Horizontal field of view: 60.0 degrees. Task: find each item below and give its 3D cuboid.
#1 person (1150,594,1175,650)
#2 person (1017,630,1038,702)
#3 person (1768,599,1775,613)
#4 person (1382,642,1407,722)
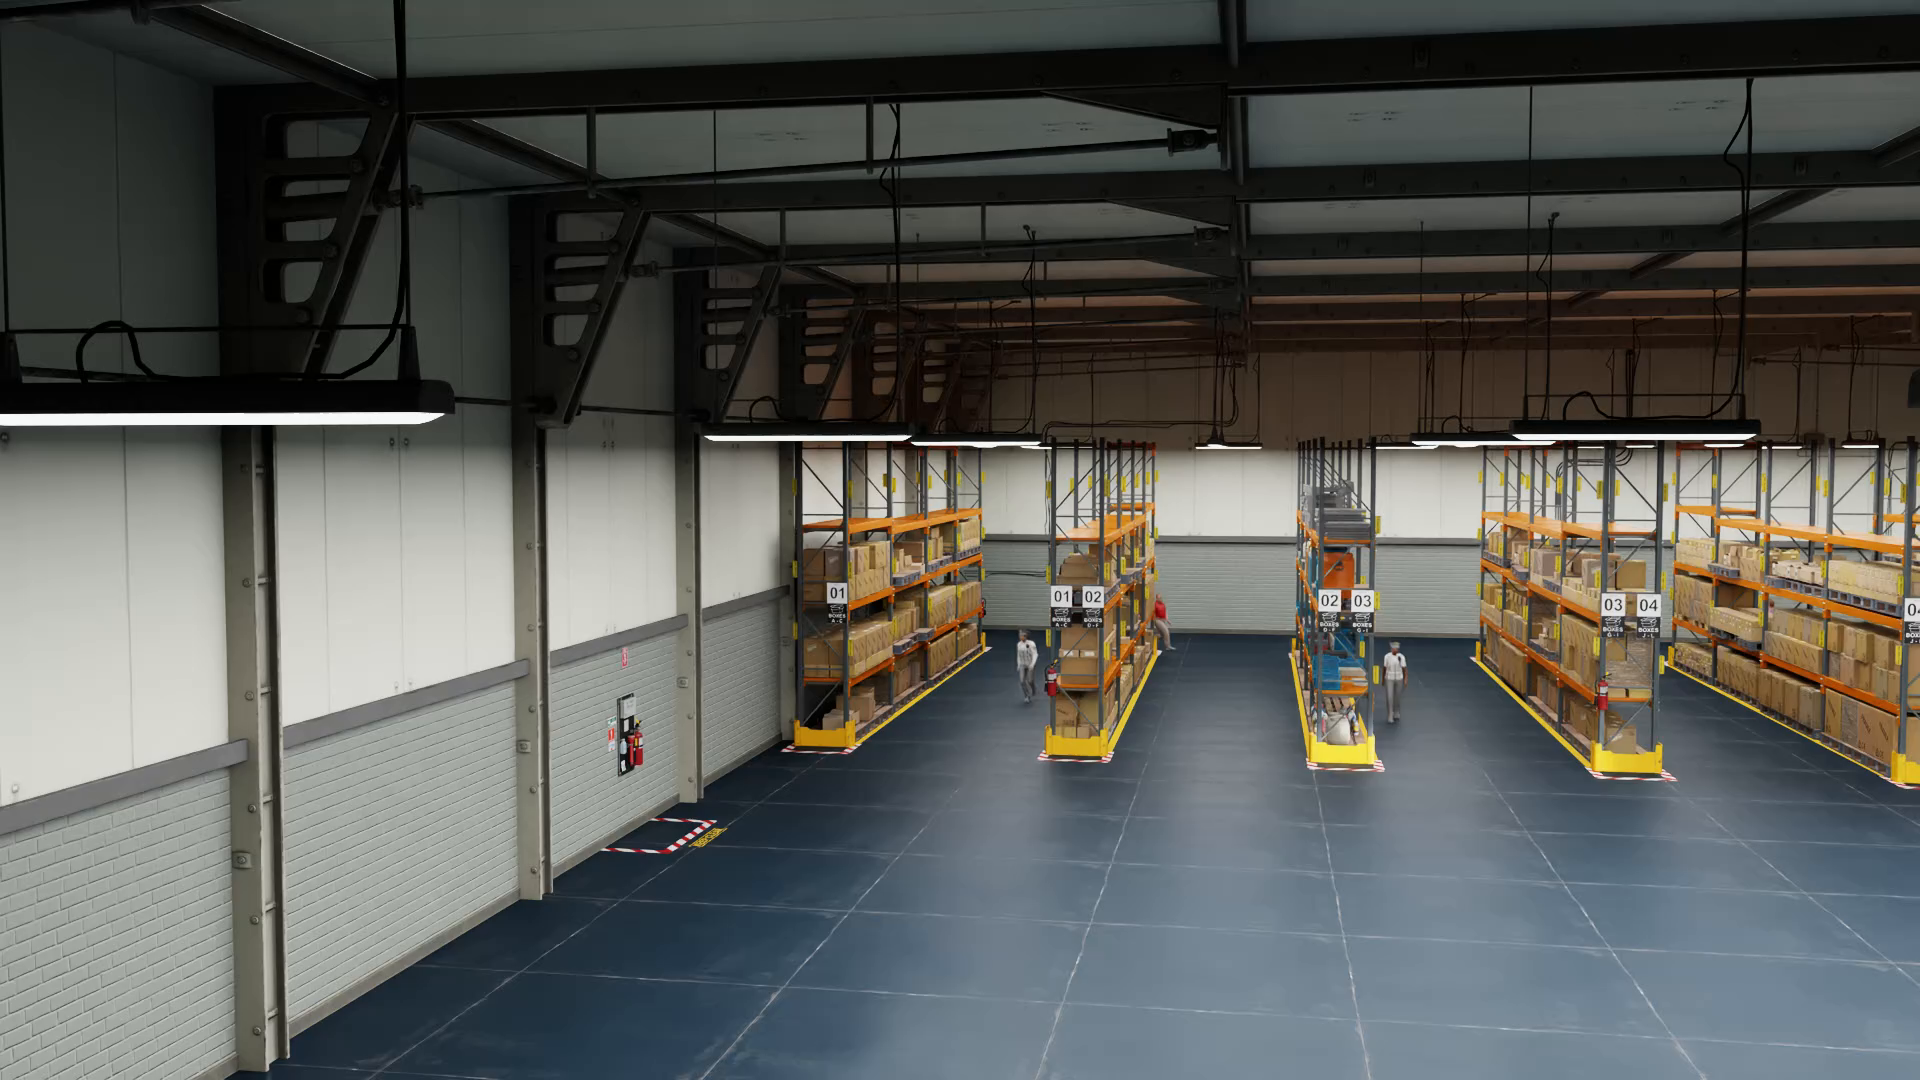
[{"bbox_3d":[5.819,2.359,48.206,1.018,1.615,0.530,2,4,38],"label":"person"},{"bbox_3d":[1.549,2.882,38.279,0.549,1.651,0.565,1,3,24],"label":"person"},{"bbox_3d":[22.701,2.479,46.603,0.597,1.647,0.432,-1,3,-15],"label":"person"},{"bbox_3d":[9.286,3.016,35.511,0.507,1.694,0.648,0,3,9],"label":"person"}]
